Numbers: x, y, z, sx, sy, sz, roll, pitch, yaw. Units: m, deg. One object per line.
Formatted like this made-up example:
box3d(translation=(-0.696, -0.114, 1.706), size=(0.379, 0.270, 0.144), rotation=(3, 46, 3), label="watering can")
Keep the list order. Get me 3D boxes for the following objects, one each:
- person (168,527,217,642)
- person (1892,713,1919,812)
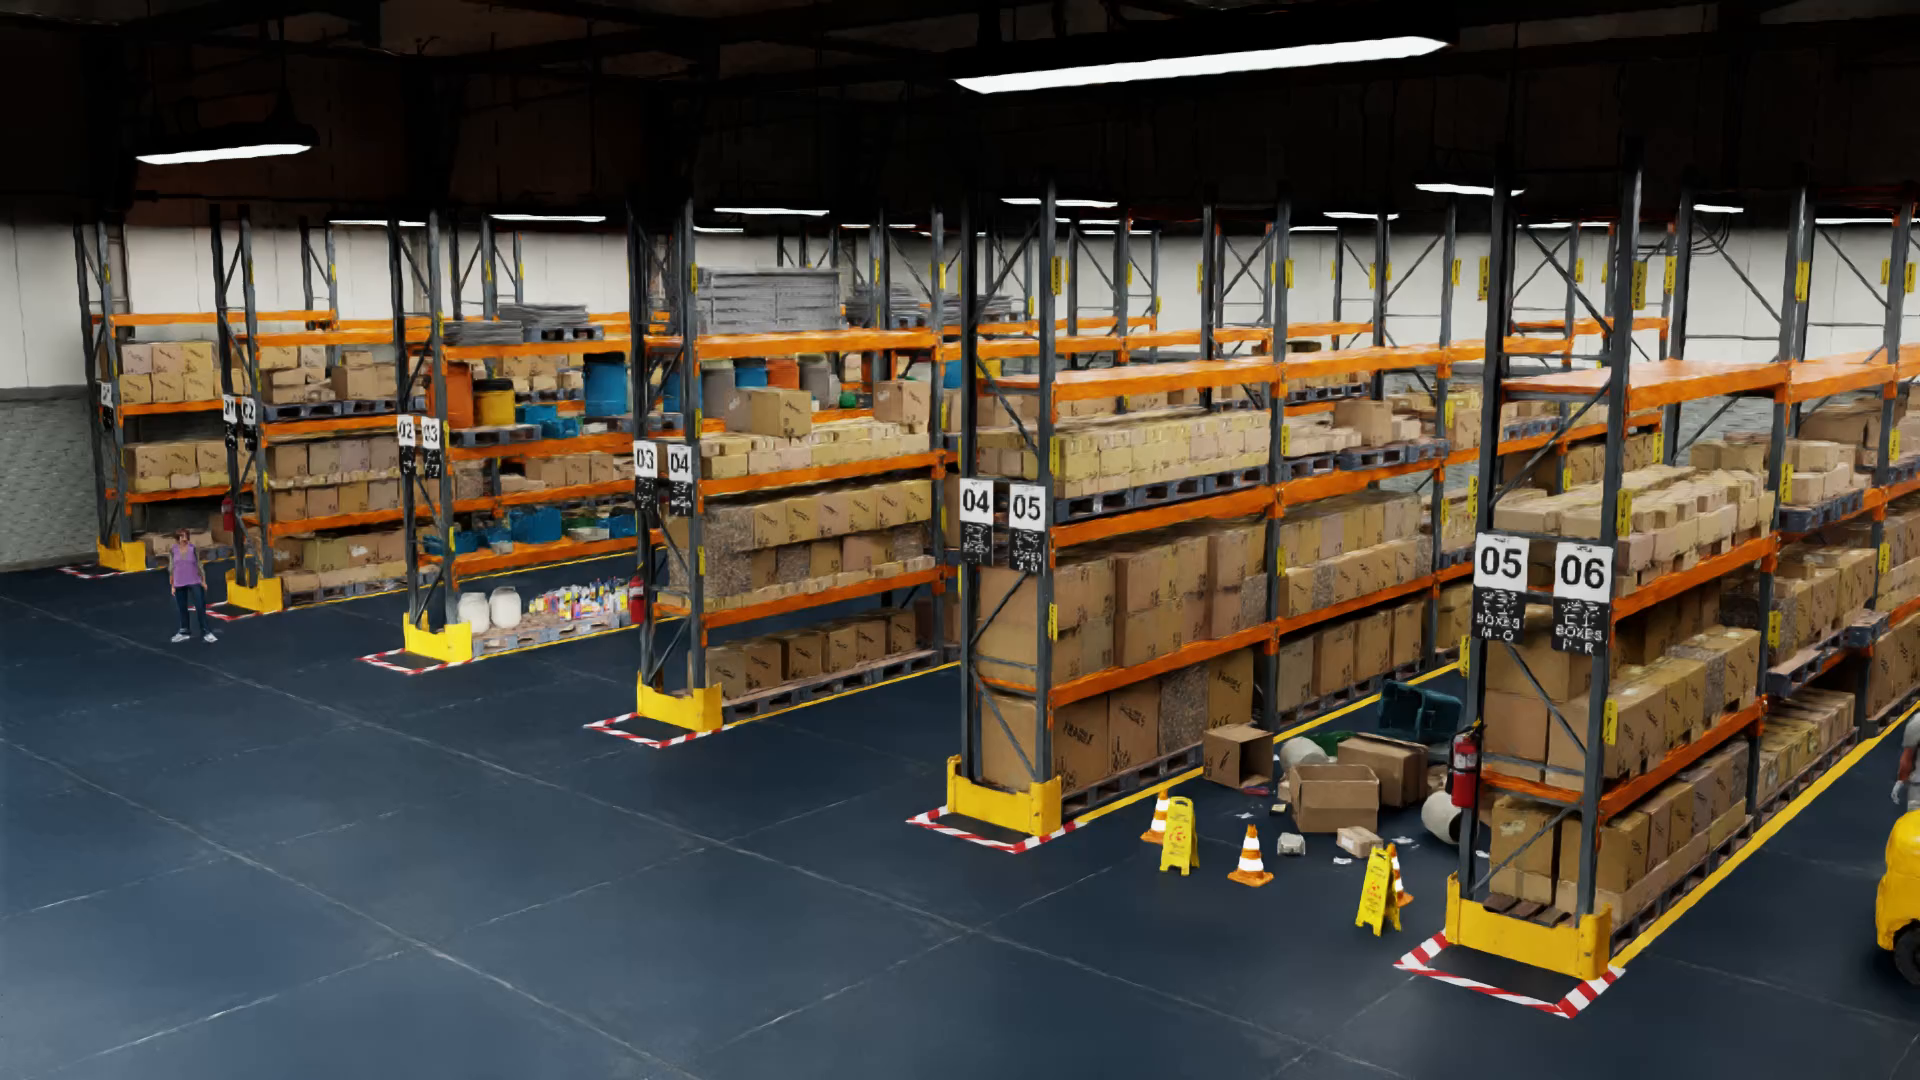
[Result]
box3d(translation=(-10.537, 0.606, 22.749), size=(0.600, 1.594, 0.461), rotation=(-4, 10, -21), label="person")
box3d(translation=(8.002, 2.004, 13.769), size=(0.651, 1.785, 0.577), rotation=(-3, 10, -18), label="person")
